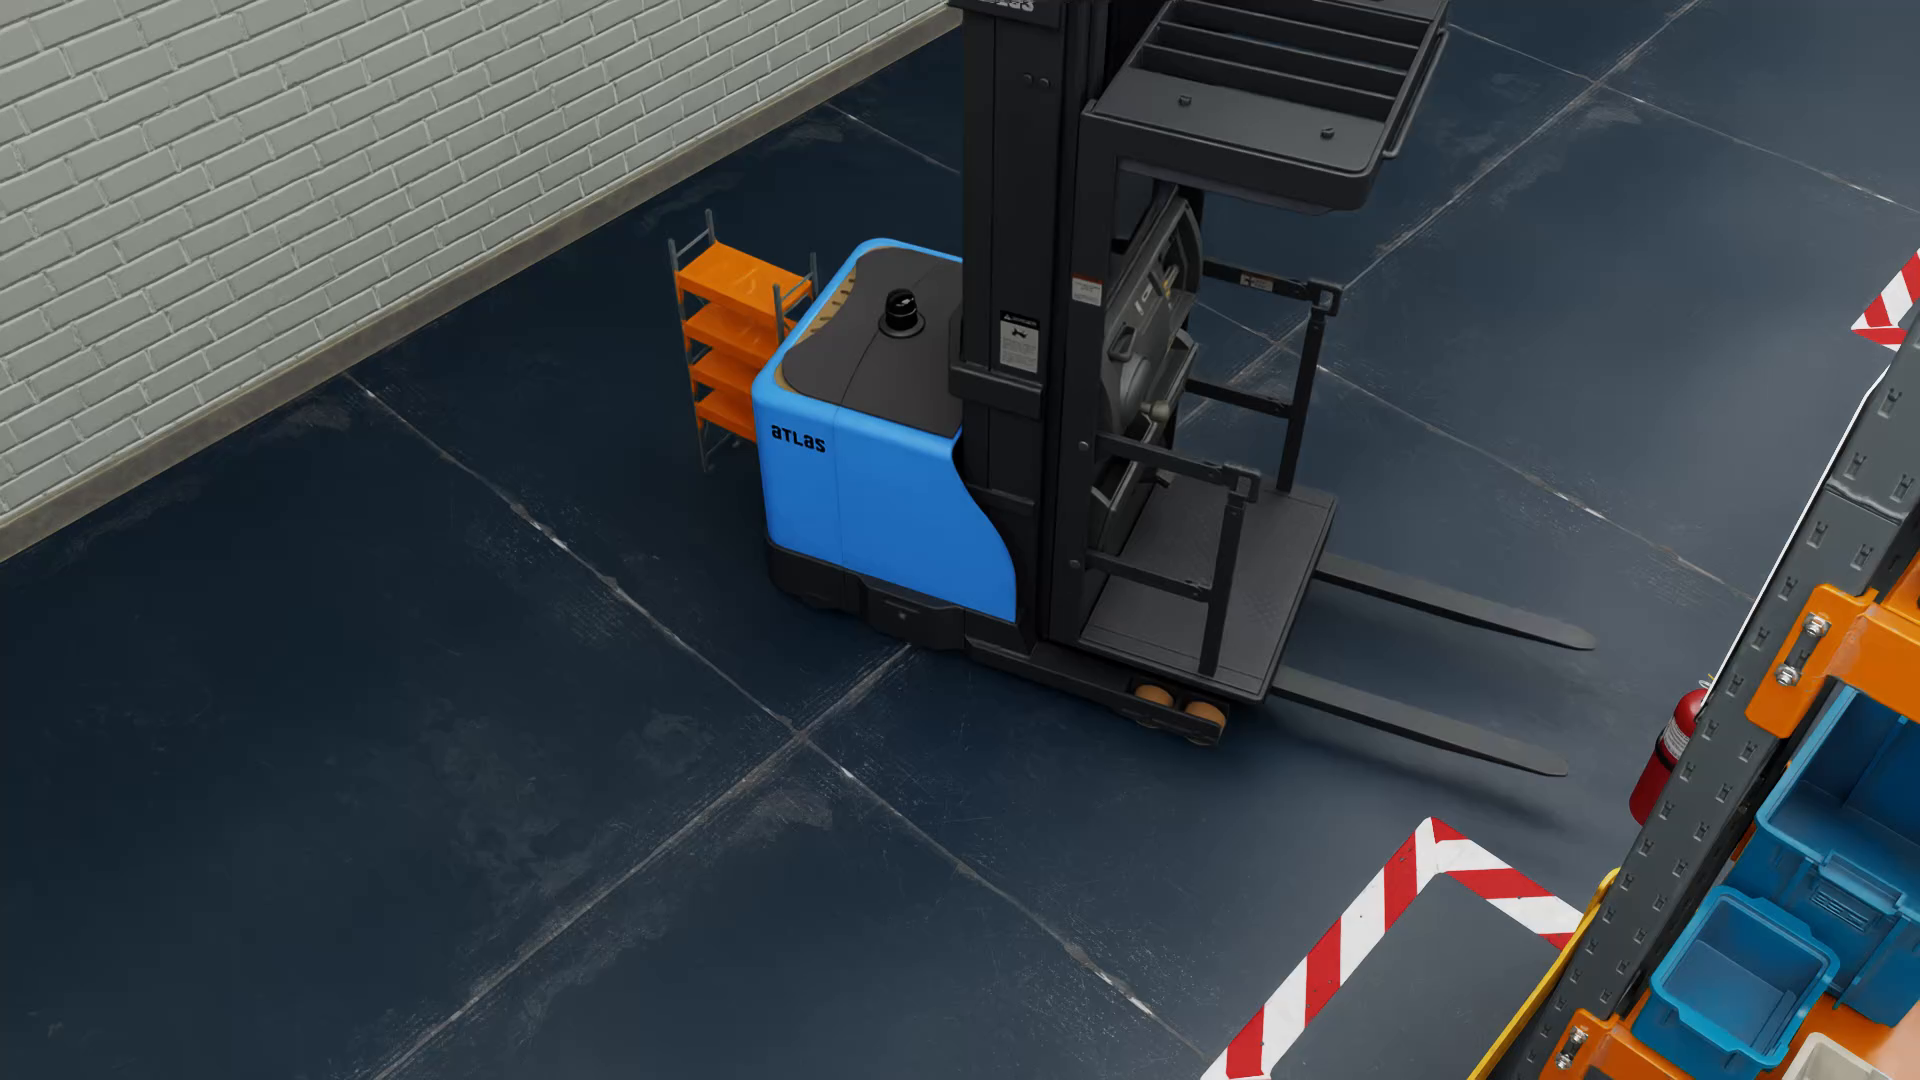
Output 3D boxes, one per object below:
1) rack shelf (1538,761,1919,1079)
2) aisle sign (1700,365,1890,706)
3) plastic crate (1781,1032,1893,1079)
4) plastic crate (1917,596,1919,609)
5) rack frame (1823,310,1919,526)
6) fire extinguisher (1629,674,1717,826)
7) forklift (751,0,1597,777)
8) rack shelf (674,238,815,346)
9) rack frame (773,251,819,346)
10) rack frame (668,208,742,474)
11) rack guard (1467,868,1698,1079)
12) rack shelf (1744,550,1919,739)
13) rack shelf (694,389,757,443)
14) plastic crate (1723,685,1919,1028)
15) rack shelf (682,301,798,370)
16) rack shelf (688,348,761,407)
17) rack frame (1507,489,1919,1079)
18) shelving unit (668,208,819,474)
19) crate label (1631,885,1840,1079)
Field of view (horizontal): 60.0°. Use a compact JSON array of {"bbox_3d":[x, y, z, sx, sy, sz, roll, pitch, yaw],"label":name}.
[{"bbox_3d":[3.264,1.941,3.363,4.000,0.370,1.077,34,55,28],"label":"rack shelf"},{"bbox_3d":[1.540,-0.060,2.966,0.004,0.787,0.394,34,55,28],"label":"aisle sign"},{"bbox_3d":[1.932,1.277,3.633,0.298,0.136,0.250,34,55,28],"label":"plastic crate"},{"bbox_3d":[1.888,0.064,2.665,0.590,0.269,0.497,34,55,28],"label":"plastic crate"},{"bbox_3d":[1.794,-1.347,1.842,0.127,3.000,1.000,34,55,28],"label":"rack frame"},{"bbox_3d":[1.991,0.542,4.492,0.183,0.674,0.296,34,55,28],"label":"fire extinguisher"},{"bbox_3d":[0.816,-0.701,5.398,3.031,2.935,1.130,17,49,16],"label":"forklift"},{"bbox_3d":[-0.805,-0.937,6.268,0.480,0.148,0.258,25,52,22],"label":"rack shelf"},{"bbox_3d":[-0.600,-0.572,6.464,0.015,1.200,0.240,25,52,22],"label":"rack frame"},{"bbox_3d":[-1.009,-0.765,6.645,0.015,1.200,0.240,25,52,22],"label":"rack frame"},{"bbox_3d":[1.767,1.557,4.945,0.348,0.500,1.175,34,55,28],"label":"rack guard"},{"bbox_3d":[3.264,0.915,2.270,4.000,0.370,1.077,34,55,28],"label":"rack shelf"},{"bbox_3d":[-0.805,-0.486,6.748,0.480,0.148,0.258,25,52,22],"label":"rack shelf"},{"bbox_3d":[2.167,0.739,3.933,0.499,0.435,0.616,34,55,28],"label":"plastic crate"},{"bbox_3d":[-0.805,-0.775,6.441,0.480,0.148,0.258,25,52,22],"label":"rack shelf"},{"bbox_3d":[-0.805,-0.622,6.604,0.480,0.148,0.258,25,52,22],"label":"rack shelf"},{"bbox_3d":[1.794,0.706,4.029,0.127,3.000,1.000,34,55,28],"label":"rack frame"},{"bbox_3d":[-0.805,-0.668,6.555,0.503,1.200,0.258,25,52,22],"label":"shelving unit"},{"bbox_3d":[1.752,1.041,3.788,0.303,0.233,0.416,34,55,28],"label":"crate label"}]
